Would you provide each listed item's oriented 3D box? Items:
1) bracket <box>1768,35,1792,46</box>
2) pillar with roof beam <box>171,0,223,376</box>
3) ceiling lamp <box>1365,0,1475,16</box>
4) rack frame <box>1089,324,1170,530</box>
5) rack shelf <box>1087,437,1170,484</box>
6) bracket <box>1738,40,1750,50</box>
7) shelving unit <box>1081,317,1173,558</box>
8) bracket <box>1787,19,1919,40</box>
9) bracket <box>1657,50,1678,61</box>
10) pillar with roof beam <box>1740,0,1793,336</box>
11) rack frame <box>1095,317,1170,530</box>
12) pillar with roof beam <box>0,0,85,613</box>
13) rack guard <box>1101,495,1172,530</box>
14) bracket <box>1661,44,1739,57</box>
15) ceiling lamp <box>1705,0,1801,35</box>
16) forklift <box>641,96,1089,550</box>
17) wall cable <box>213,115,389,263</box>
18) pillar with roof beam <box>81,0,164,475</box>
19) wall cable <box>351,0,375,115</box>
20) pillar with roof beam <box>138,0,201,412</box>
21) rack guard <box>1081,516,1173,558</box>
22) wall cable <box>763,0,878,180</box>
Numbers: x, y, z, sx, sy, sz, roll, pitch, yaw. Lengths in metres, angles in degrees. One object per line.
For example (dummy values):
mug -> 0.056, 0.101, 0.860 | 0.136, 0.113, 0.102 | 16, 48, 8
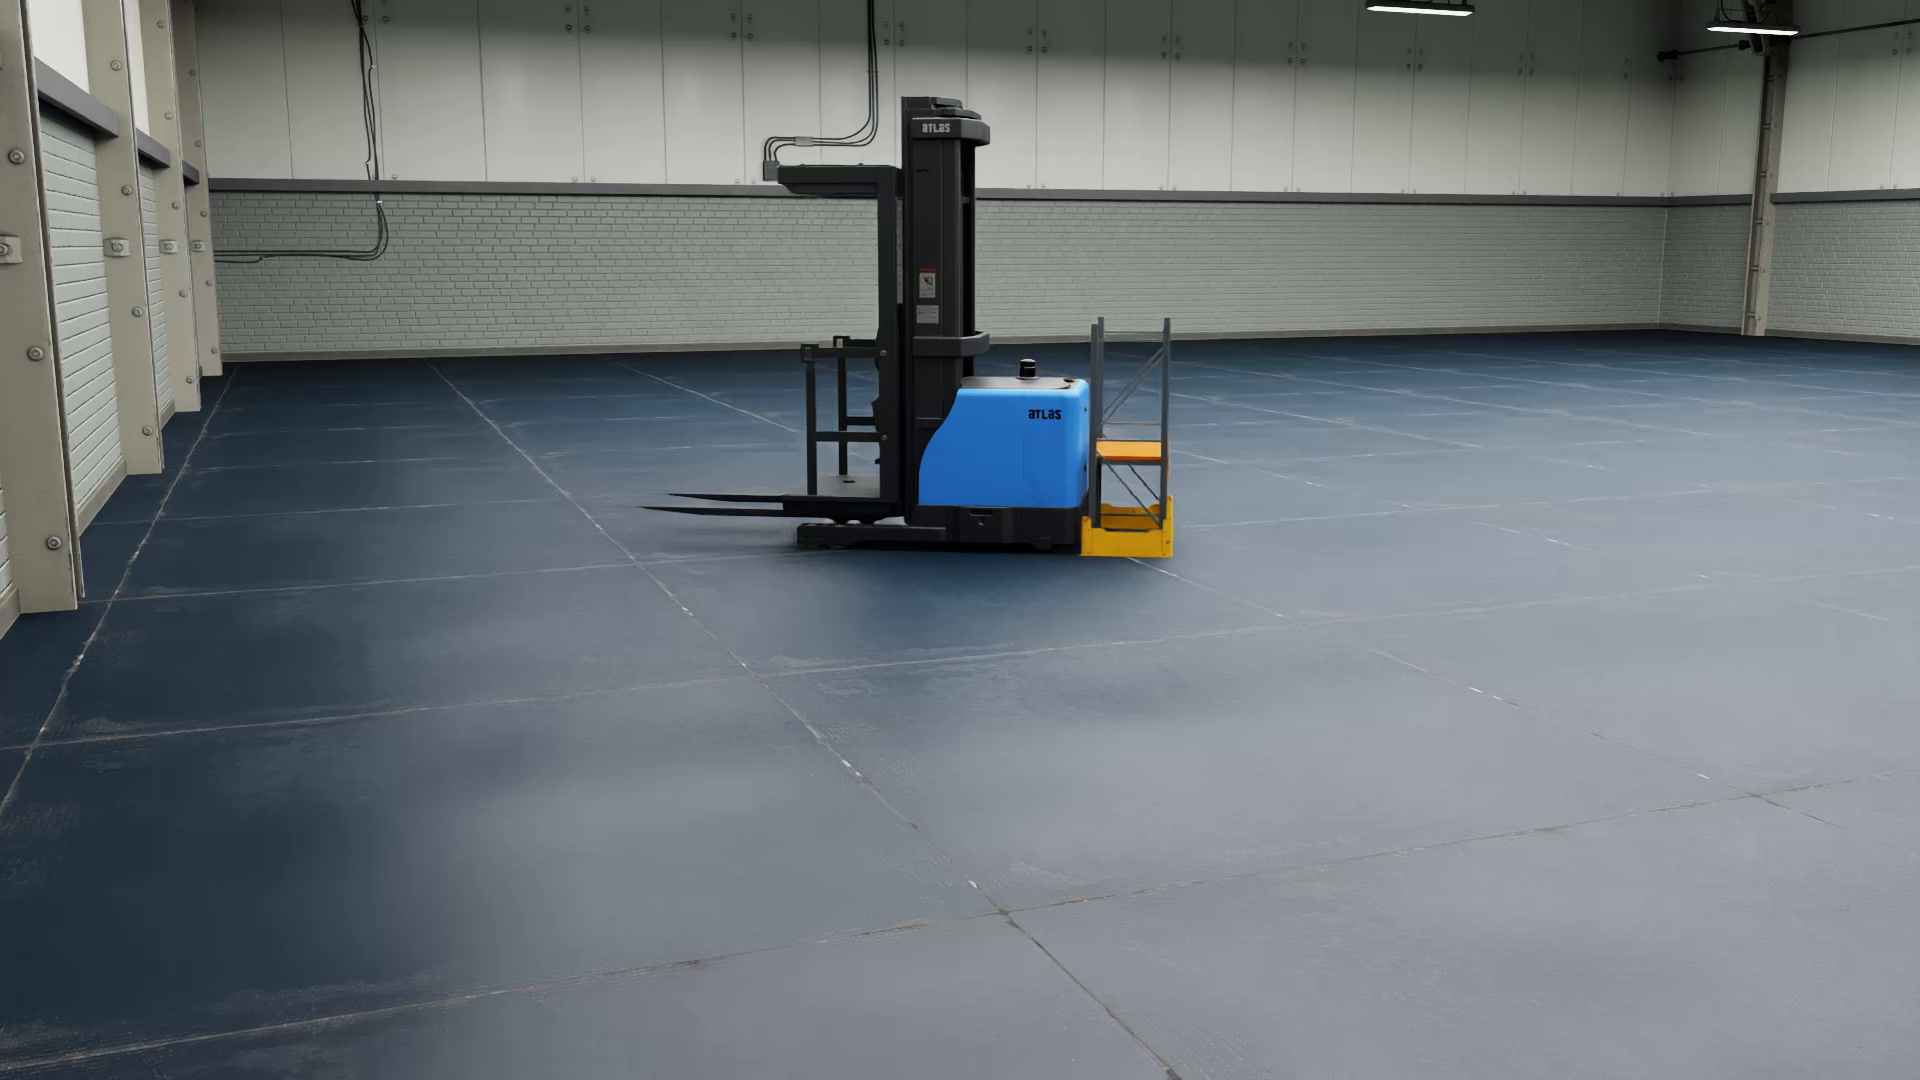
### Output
bracket -> 17.526, -10.685, 35.517 | 0.235, 0.232, 0.430 | -4, 11, -21
pillar with roof beam -> -7.640, -7.277, 26.637 | 9.100, 9.000, 0.548 | -4, 11, -21
ceiling lamp -> 7.642, -10.466, 27.894 | 2.000, 3.185, 0.800 | -4, 11, -21
rack frame -> 1.087, -0.636, 10.711 | 0.500, 1.500, 0.032 | 1, 10, 7
rack shelf -> 1.149, -0.547, 11.239 | 0.538, 0.185, 1.000 | 1, 10, 7
bracket -> 17.225, -10.821, 36.278 | 0.235, 0.232, 0.430 | -4, 11, -21
shelving unit -> 1.148, -0.723, 11.199 | 0.587, 1.500, 1.083 | 1, 10, 7
bracket -> 18.460, -10.265, 33.152 | 0.076, 0.066, 4.783 | -4, 11, -21
bracket -> 16.366, -11.207, 38.453 | 0.235, 0.232, 0.430 | -4, 11, -21
pillar with roof beam -> 13.694, -8.730, 34.803 | 9.100, 9.000, 0.548 | -4, 11, -21
rack frame -> 1.211, -0.813, 11.704 | 0.500, 1.500, 0.032 | 1, 10, 7
pillar with roof beam -> -1.117, -4.339, 10.120 | 9.100, 9.000, 0.400 | -4, 11, -21
rack guard -> 1.208, -0.194, 11.795 | 0.587, 0.250, 0.087 | 1, 10, 7
bracket -> 16.580, -11.111, 37.911 | 0.076, 0.066, 3.189 | -4, 11, -21
ceiling lamp -> 14.483, -10.932, 30.513 | 2.000, 3.185, 0.800 | -4, 11, -21
forklift -> -0.650, -1.470, 11.315 | 3.031, 2.935, 1.130 | 1, 10, 8
wall cable -> -11.488, -6.040, 28.548 | 3.097, 2.526, 0.112 | -4, 11, -21
pillar with roof beam -> -3.292, -5.319, 15.625 | 9.100, 9.000, 0.400 | -4, 11, -21
wall cable -> -8.966, -8.698, 29.071 | 3.097, 2.526, 0.112 | -4, 11, -21
pillar with roof beam -> -5.466, -6.298, 21.131 | 9.100, 9.000, 0.400 | -4, 11, -21
rack guard -> 1.086, -0.021, 10.822 | 0.587, 0.250, 0.087 | 1, 10, 7
wall cable -> -2.634, -9.843, 31.351 | 2.305, 6.003, 0.169 | -4, 11, -21
